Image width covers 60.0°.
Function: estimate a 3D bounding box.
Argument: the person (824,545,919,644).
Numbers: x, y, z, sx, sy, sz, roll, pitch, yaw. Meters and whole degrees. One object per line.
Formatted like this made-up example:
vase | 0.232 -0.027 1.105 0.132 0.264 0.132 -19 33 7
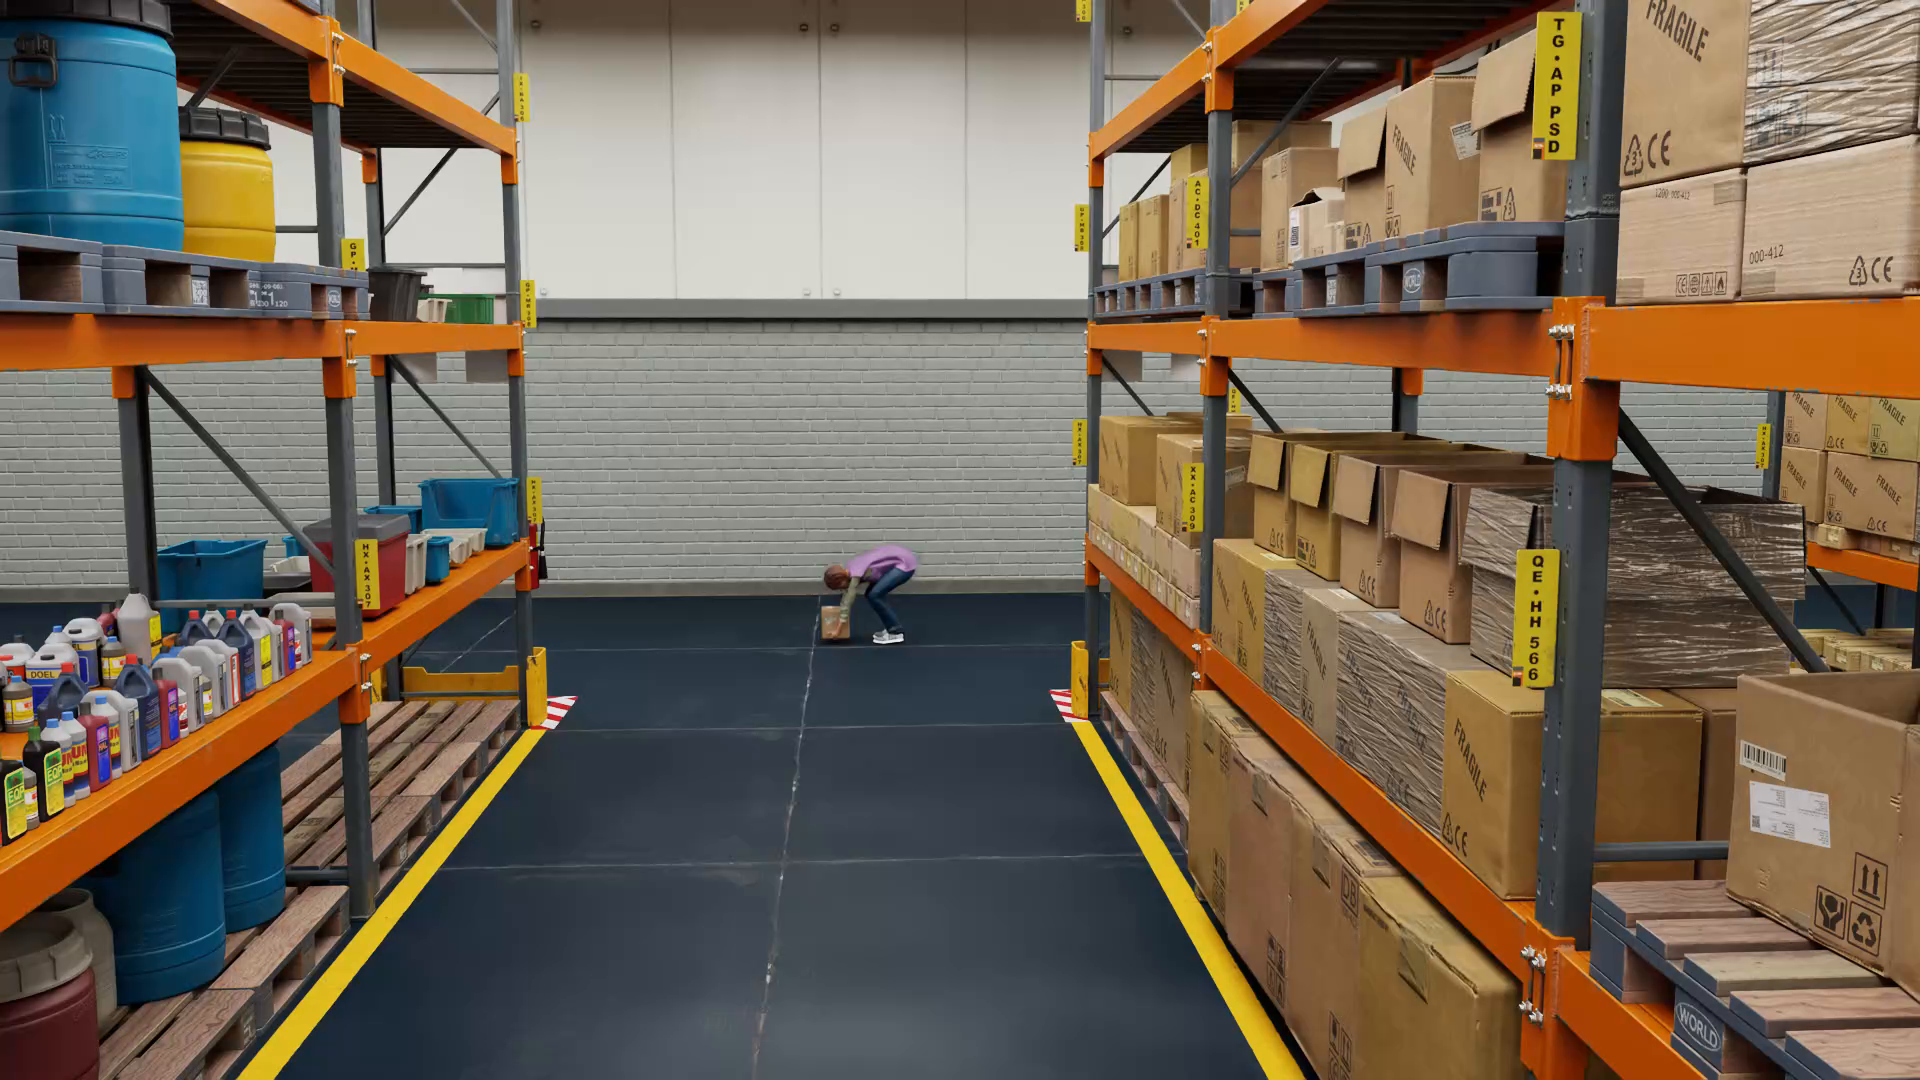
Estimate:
person | -0.790 0.480 14.866 0.853 0.873 0.425 -1 7 -6
